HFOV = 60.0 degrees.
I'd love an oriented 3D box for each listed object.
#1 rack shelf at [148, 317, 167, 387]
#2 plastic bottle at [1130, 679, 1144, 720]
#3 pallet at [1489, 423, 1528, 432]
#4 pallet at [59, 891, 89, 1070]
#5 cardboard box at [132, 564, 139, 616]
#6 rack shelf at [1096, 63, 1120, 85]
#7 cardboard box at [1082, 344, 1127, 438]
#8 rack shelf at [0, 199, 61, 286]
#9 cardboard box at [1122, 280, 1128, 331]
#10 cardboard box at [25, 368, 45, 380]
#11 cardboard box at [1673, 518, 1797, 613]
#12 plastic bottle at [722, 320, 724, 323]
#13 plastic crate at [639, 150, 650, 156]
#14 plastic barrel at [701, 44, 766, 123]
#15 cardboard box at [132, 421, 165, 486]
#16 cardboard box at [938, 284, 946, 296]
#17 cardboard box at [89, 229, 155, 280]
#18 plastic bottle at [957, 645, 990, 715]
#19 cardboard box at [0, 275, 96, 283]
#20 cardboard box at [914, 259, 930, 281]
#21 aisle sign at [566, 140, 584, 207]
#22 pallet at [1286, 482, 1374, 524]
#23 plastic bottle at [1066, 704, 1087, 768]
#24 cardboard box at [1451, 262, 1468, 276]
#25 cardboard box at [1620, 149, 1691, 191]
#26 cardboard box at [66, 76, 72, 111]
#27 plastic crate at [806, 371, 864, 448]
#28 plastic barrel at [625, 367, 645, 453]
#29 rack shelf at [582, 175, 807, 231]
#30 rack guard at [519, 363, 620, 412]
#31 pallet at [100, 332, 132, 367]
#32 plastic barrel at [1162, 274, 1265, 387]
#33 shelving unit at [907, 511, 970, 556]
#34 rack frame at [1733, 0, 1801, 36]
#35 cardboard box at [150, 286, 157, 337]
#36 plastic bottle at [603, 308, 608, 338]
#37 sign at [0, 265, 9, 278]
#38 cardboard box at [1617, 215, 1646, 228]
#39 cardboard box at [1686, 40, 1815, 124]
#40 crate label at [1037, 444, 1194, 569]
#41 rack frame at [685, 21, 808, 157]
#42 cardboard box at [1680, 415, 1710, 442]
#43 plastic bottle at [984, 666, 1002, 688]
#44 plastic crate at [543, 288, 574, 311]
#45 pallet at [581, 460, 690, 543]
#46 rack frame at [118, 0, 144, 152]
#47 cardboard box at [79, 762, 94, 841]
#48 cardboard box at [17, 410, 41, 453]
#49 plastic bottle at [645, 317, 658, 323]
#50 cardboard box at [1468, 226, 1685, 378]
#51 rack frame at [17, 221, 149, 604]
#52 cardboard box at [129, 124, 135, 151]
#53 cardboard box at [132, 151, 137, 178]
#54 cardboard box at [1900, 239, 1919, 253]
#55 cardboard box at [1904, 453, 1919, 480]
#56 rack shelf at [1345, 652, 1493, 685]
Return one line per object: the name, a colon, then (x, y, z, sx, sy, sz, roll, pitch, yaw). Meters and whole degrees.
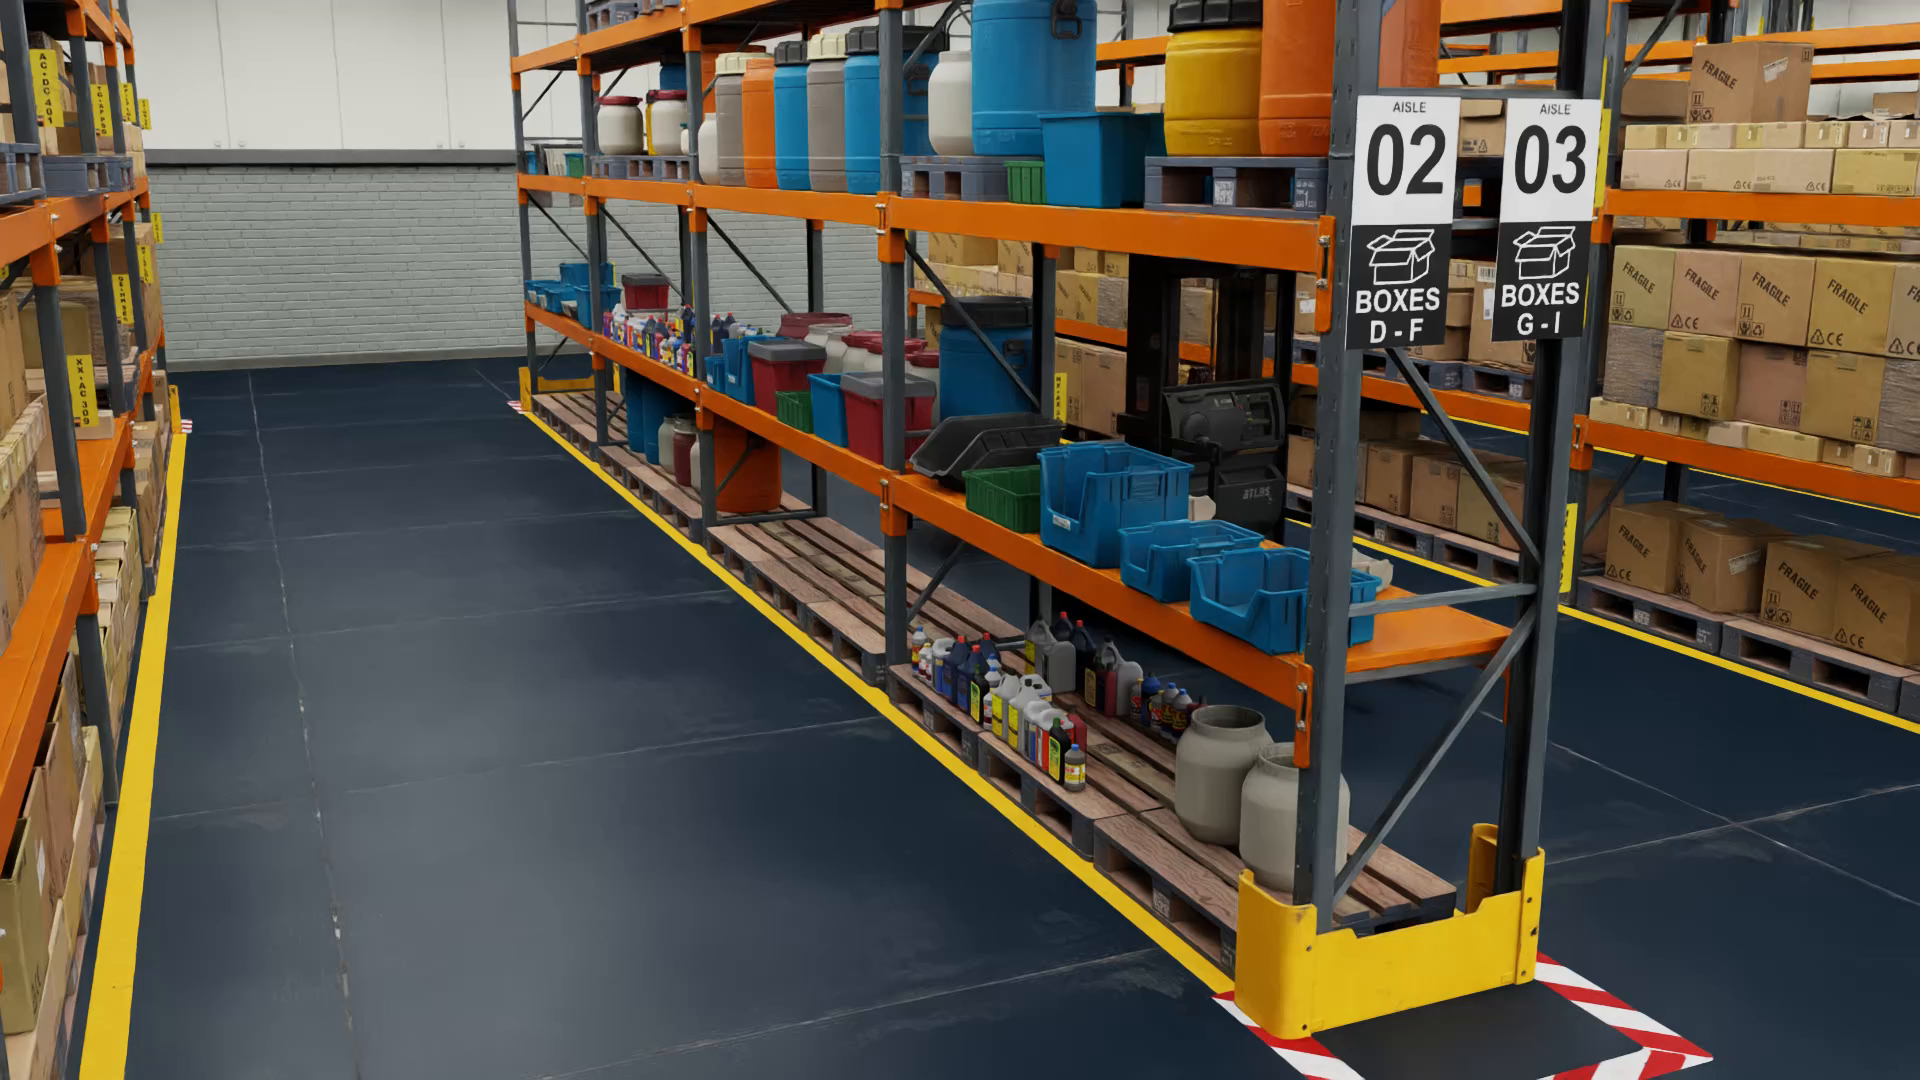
rack shelf: (-8.491, -1.880, 16.437, 1.077, 0.370, 4.000, -6, 14, -23)
plastic bottle: (0.917, 0.807, 8.461, 0.097, 0.201, 0.097, 0, 13, 0)
pallet: (8.019, -2.142, 22.155, 6.027, 0.211, 6.516, -6, 14, -23)
pallet: (-3.712, 1.614, 5.926, 1.003, 0.211, 1.213, -6, 14, -23)
cardboard box: (-5.443, 0.337, 10.429, 0.500, 0.250, 0.500, -6, 14, -24)
rack shelf: (0.588, -5.502, 19.668, 1.077, 0.370, 4.000, -6, 14, -23)
cardboard box: (2.022, -1.566, 17.264, 1.225, 0.875, 0.875, -6, 14, -25)
rack shelf: (-3.684, -0.862, 5.386, 1.077, 0.370, 4.000, -6, 14, -23)
cardboard box: (1.958, -2.329, 16.559, 0.500, 0.500, 0.500, -5, 14, -22)
cardboard box: (-5.400, -0.695, 9.497, 0.500, 0.500, 0.500, -6, 15, -26)
cardboard box: (4.953, 0.158, 10.645, 0.500, 0.500, 0.500, -1, 13, -5)
plastic bottle: (-2.131, -1.839, 14.950, 0.097, 0.271, 0.097, 0, 13, 0)
plastic crate: (-3.396, -3.943, 17.392, 0.497, 0.269, 0.590, -6, 14, -23)
plastic barrel: (-1.772, -3.430, 13.003, 0.600, 0.830, 0.708, -6, 14, -23)
cardboard box: (-7.229, -0.738, 14.474, 0.500, 0.500, 0.500, -6, 14, -23)
cardboard box: (-0.061, -3.153, 20.897, 0.380, 0.149, 0.250, -6, 14, -24)
cardboard box: (-8.241, -2.795, 16.357, 0.500, 0.500, 0.500, -5, 14, -21)
plastic bottle: (0.074, 0.708, 8.557, 0.144, 0.351, 0.185, -6, 14, -25)
cardboard box: (-7.705, -1.953, 14.001, 0.700, 0.500, 0.500, -12, 18, -42)
cardboard box: (-0.269, -3.486, 21.453, 0.500, 0.250, 0.500, -6, 14, -24)
aisle sign: (-4.512, -4.398, 19.956, 0.394, 0.787, 0.004, -6, 14, -23)
pallet: (3.303, -0.365, 14.479, 1.003, 0.211, 1.213, -6, 14, -23)
plastic bottle: (0.541, 0.920, 7.791, 0.061, 0.283, 0.133, -6, 14, -23)
cardboard box: (5.920, -3.136, 19.234, 0.380, 0.149, 0.250, -5, 14, -22)
cardboard box: (3.415, -2.546, 13.615, 1.196, 1.250, 7.084, -6, 14, -25)
cardboard box: (-7.019, -3.195, 12.494, 0.600, 0.600, 0.600, -6, 14, -25)
plastic crate: (-0.672, -0.803, 10.224, 0.392, 0.384, 0.575, -6, 14, -23)
plastic barrel: (-2.947, -1.332, 16.197, 0.600, 0.901, 0.708, -6, 14, -23)
rack shelf: (-2.348, -2.962, 14.458, 1.077, 0.370, 4.000, -6, 14, -23)
rack guard: (-4.773, -1.876, 20.369, 1.175, 0.500, 0.348, -6, 14, -23)
pallet: (-7.470, -1.549, 13.836, 1.003, 0.211, 1.213, -6, 14, -23)
plastic barrel: (1.482, -0.942, 10.727, 0.915, 2.708, 0.543, -6, 14, -23)
shelving unit: (11.232, -2.523, 10.967, 19.663, 6.000, 13.307, -6, 14, -23)
rack frame: (10.469, -6.529, 21.624, 1.000, 3.000, 0.127, -6, 14, -23)
cardboard box: (-8.050, -2.205, 16.024, 0.500, 0.500, 0.500, -6, 14, -23)
plastic bottle: (-3.394, -2.093, 16.019, 0.061, 0.283, 0.133, -6, 14, -23)
sign: (-8.184, -2.189, 14.254, 0.100, 0.325, 0.005, -6, 14, -23)
cardboard box: (9.618, -4.425, 23.397, 0.500, 0.500, 0.500, -5, 14, -22)
cardboard box: (5.007, -2.887, 10.550, 0.500, 0.500, 0.500, -6, 14, -25)
crate label: (0.672, -0.158, 7.321, 0.502, 0.435, 0.616, -6, 14, -23)
rack frame: (-1.547, -4.360, 12.253, 1.000, 3.000, 0.127, -6, 14, -23)
cardboard box: (4.726, -0.712, 10.351, 0.380, 0.149, 0.250, -6, 14, -23)
plastic bottle: (0.167, 0.774, 8.449, 0.097, 0.271, 0.097, 0, 13, 0)
plastic crate: (-4.427, -2.685, 18.559, 0.416, 0.233, 0.300, -6, 14, -23)
pallet: (-5.839, 0.766, 9.593, 9.879, 0.211, 12.008, -6, 14, -23)
rack frame: (-9.292, -5.567, 17.464, 1.000, 3.000, 0.127, -6, 14, -23)
cardboard box: (-3.908, 1.151, 6.913, 0.500, 0.250, 0.500, -6, 14, -23)
cardboard box: (-4.083, -0.441, 6.964, 0.380, 0.149, 0.250, -6, 14, -24)
plastic bottle: (-2.803, -1.896, 15.185, 0.152, 0.276, 0.135, -6, 14, -23)
cardboard box: (4.403, -1.732, 11.940, 1.000, 1.000, 1.000, -6, 14, -23)
rack frame: (-6.087, -0.991, 11.000, 1.000, 3.000, 0.127, -6, 14, -23)
cardboard box: (-8.048, -3.780, 15.620, 0.500, 0.250, 0.500, -6, 14, -23)
cardboard box: (-8.053, -3.536, 15.674, 0.500, 0.250, 0.500, -6, 14, -23)
cardboard box: (8.564, -2.334, 14.364, 0.700, 0.500, 0.500, -6, 14, -23)
cardboard box: (5.377, -0.407, 9.033, 0.380, 0.149, 0.250, -6, 14, -23)
rack shelf: (0.856, 0.083, 7.638, 0.831, 0.071, 3.687, -6, 14, -23)
